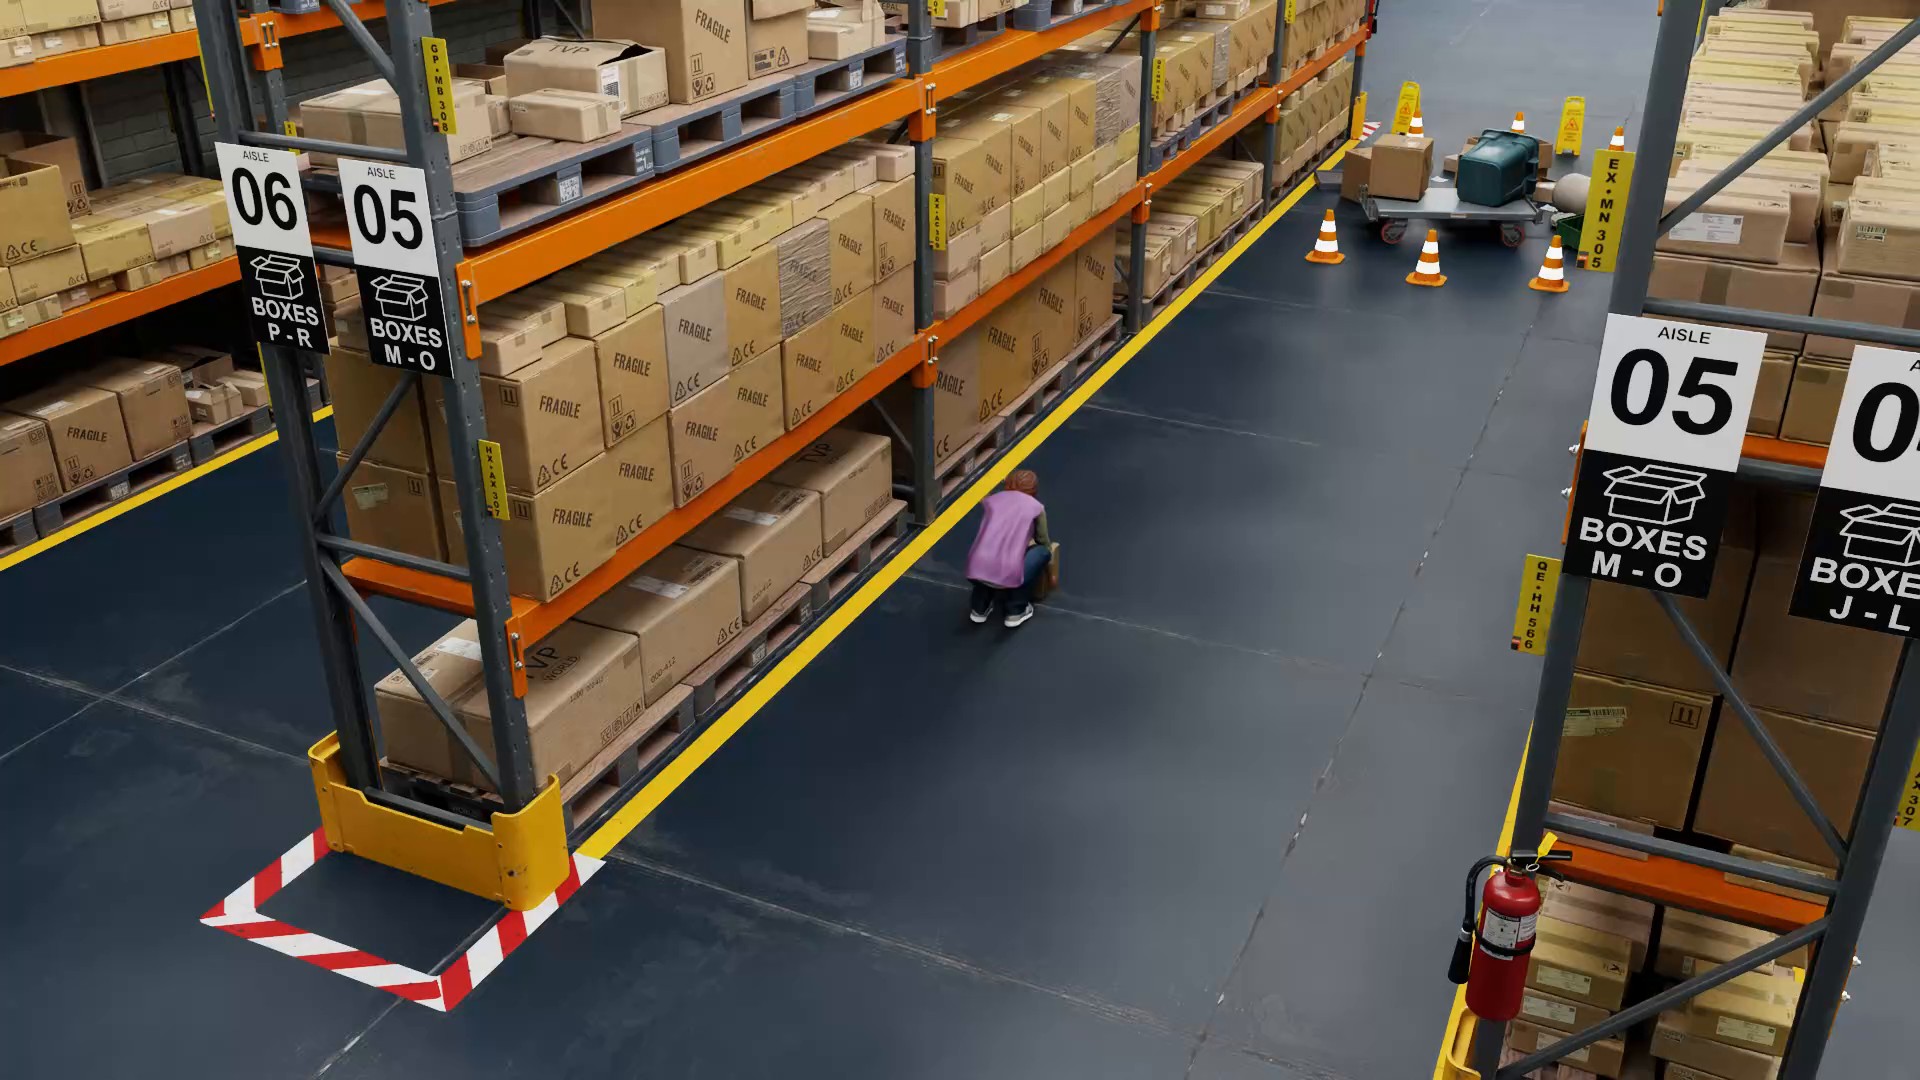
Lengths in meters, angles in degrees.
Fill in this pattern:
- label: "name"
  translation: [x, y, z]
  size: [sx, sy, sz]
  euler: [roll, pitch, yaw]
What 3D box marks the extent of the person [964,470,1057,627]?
- label: "person"
  translation: [0.280, 0.078, 9.466]
  size: [0.433, 0.774, 0.811]
  euler: [11, 29, 22]
